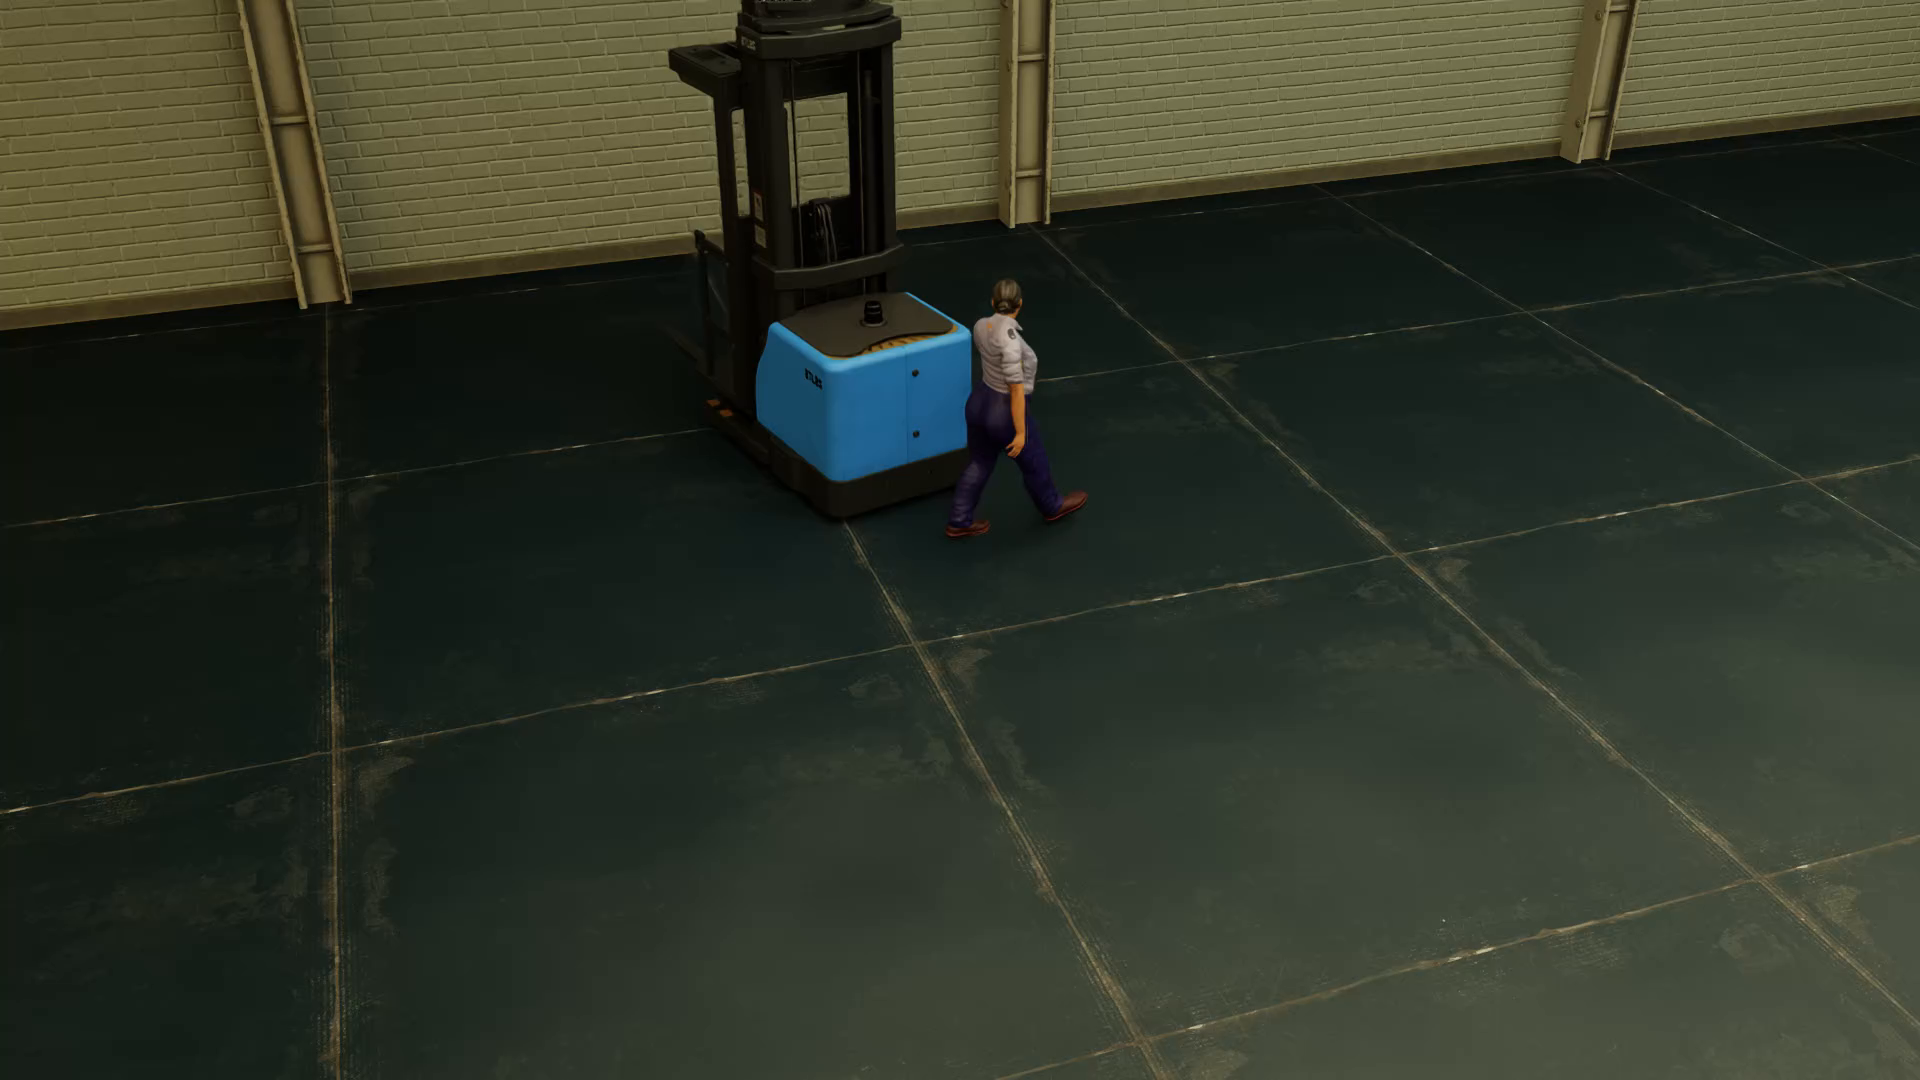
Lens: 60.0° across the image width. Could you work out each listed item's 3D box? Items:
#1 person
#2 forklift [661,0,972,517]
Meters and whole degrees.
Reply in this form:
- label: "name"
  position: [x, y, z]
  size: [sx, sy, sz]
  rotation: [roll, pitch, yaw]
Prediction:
- label: "person"
  position: [0.355, -0.768, 9.763]
  size: [0.868, 1.604, 0.647]
  rotation: [-17, 34, -27]
- label: "forklift"
  position: [-1.124, -2.104, 10.744]
  size: [1.130, 2.935, 3.031]
  rotation: [-18, 34, -28]
